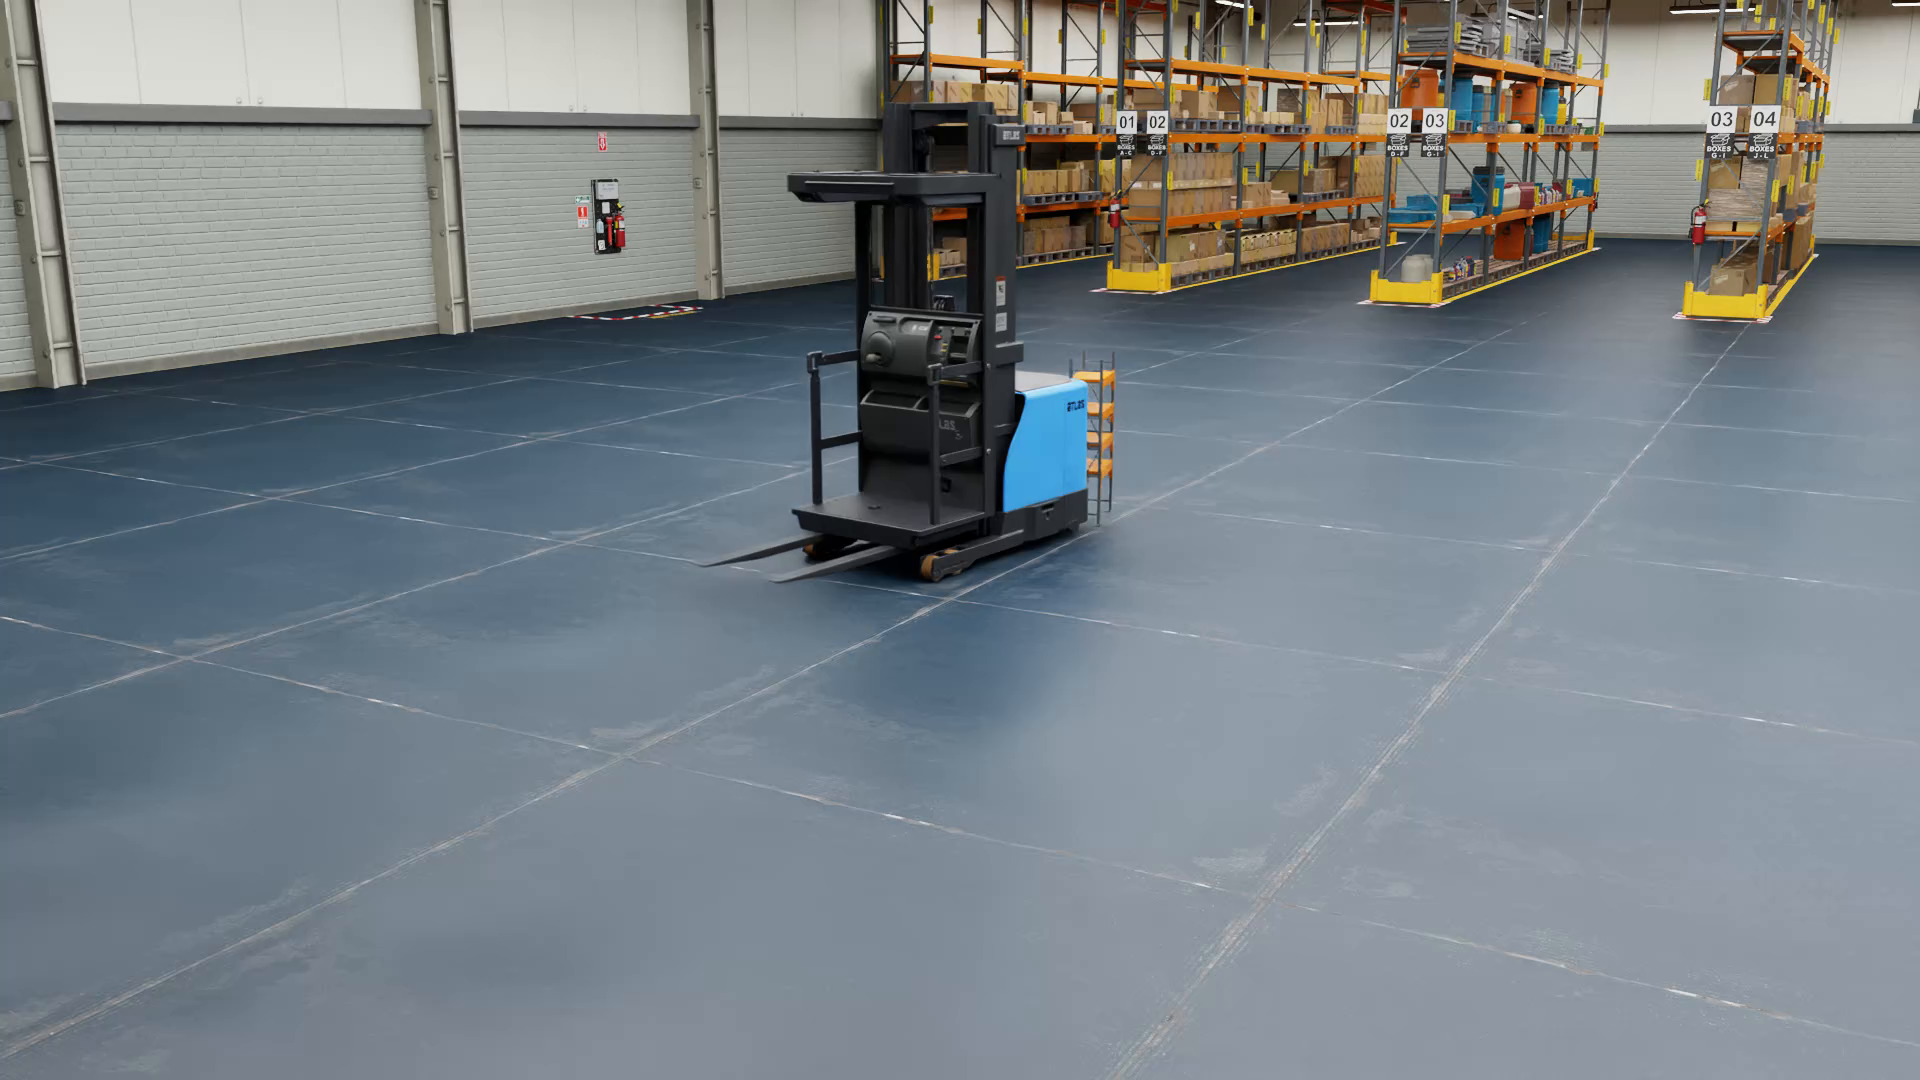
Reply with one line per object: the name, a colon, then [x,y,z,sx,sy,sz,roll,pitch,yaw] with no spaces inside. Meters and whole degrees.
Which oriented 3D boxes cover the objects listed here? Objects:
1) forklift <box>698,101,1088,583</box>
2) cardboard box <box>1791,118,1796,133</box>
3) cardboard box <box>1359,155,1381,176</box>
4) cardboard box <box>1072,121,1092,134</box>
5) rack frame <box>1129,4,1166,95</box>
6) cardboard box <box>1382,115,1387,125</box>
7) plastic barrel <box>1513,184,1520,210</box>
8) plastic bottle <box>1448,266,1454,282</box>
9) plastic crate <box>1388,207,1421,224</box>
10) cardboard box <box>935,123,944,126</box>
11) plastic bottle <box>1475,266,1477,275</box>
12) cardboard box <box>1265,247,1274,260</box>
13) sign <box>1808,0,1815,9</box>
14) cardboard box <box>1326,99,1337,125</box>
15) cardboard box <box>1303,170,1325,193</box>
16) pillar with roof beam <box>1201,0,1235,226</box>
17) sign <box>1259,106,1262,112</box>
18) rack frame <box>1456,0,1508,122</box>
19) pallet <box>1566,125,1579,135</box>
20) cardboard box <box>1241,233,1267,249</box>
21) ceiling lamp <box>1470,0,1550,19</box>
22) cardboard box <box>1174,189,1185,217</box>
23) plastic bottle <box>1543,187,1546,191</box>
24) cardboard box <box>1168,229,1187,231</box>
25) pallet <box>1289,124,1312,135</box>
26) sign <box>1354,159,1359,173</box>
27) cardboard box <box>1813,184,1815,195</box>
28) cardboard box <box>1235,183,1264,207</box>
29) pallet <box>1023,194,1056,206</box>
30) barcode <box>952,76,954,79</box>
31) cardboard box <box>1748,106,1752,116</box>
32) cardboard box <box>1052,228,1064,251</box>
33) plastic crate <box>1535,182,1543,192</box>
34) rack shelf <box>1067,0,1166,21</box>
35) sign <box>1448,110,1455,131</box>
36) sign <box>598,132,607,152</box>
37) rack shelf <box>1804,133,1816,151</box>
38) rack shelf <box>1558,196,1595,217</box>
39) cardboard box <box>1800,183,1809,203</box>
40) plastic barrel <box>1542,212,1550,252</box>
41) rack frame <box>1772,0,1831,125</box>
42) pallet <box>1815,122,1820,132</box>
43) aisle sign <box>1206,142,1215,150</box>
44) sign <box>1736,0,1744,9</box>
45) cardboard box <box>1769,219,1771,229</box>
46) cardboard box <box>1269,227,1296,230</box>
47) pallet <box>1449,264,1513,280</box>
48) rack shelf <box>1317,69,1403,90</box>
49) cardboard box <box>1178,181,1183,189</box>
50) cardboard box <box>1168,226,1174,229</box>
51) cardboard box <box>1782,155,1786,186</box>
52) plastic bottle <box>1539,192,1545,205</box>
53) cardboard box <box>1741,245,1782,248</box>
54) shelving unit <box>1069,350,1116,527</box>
forklift: [-0.389,-1.294,10.648,1.130,2.935,3.031,10,17,36]
cardboard box: [13.925,-7.059,28.333,0.500,0.250,0.500,8,16,30]
cardboard box: [10.335,-9.478,42.100,0.500,0.500,0.500,8,16,30]
cardboard box: [2.730,-9.547,38.482,0.500,0.311,0.500,7,15,28]
rack frame: [4.776,-12.038,42.266,1.000,3.000,0.127,7,15,28]
cardboard box: [10.536,-10.671,42.249,0.500,0.250,0.500,7,15,28]
plastic barrel: [11.204,-6.998,33.920,0.421,0.512,0.421,0,14,0]
plastic bottle: [8.797,-4.761,29.766,0.097,0.271,0.097,0,14,0]
plastic crate: [7.627,-5.601,28.685,0.499,0.251,0.616,7,15,28]
cardboard box: [-0.645,-8.216,32.558,0.500,0.500,0.500,8,16,30]
plastic bottle: [9.678,-5.102,31.326,0.097,0.201,0.097,0,14,0]
cardboard box: [6.402,-6.157,35.645,0.500,0.250,0.500,8,16,29]
sign: [14.383,-9.140,28.085,0.100,0.325,0.005,7,15,28]
cardboard box: [8.503,-10.086,39.246,0.600,0.600,0.600,7,15,27]
cardboard box: [7.995,-8.301,38.457,0.700,0.500,0.500,11,17,38]
pillar with roof beam: [11.026,-13.023,46.351,9.100,9.000,0.548,7,15,28]
sign: [6.706,-9.512,37.085,0.100,0.325,0.005,7,15,28]
rack frame: [9.581,-9.274,30.802,1.000,3.000,0.127,7,15,28]
pallet: [13.155,-9.194,37.271,1.213,0.211,1.003,7,15,28]
cardboard box: [6.160,-6.325,35.143,0.500,0.311,0.500,7,15,26]
ceiling lamp: [14.534,-15.402,43.766,2.000,3.185,0.800,7,15,28]
cardboard box: [3.800,-6.350,31.261,0.700,0.500,0.500,8,16,29]
plastic bottle: [13.075,-7.728,37.293,0.144,0.351,0.185,7,15,28]
cardboard box: [4.265,-5.887,32.923,0.500,0.500,0.500,7,15,28]
pallet: [6.931,-8.957,36.291,1.213,0.211,1.003,8,16,31]
sign: [9.602,-9.062,40.251,0.100,0.325,0.005,7,15,28]
cardboard box: [19.224,-7.992,37.970,0.500,0.250,0.500,7,15,26]
cardboard box: [6.129,-7.335,35.345,0.500,0.500,0.500,7,15,28]
pallet: [1.405,-7.527,36.765,1.003,0.211,1.213,7,15,28]
barcode: [-0.140,-9.626,34.606,0.001,0.075,0.075,7,15,28]
cardboard box: [12.319,-6.585,25.518,0.380,0.149,0.250,7,15,28]
cardboard box: [1.974,-6.948,38.349,0.700,0.500,0.500,7,15,28]
plastic crate: [13.376,-8.155,38.866,0.392,0.384,0.575,7,15,28]
rack shelf: [3.809,-12.894,40.259,1.077,0.370,4.000,7,15,28]
sign: [8.127,-6.936,27.486,0.100,0.325,0.005,7,15,28]
sign: [-5.664,-6.304,26.336,0.001,0.298,0.199,7,15,28]
rack shelf: [16.817,-8.136,34.016,1.077,0.370,4.000,7,15,28]
rack shelf: [14.415,-8.060,40.099,1.077,0.370,4.000,7,15,28]
cardboard box: [17.552,-7.259,35.030,0.500,0.500,0.500,8,16,30]
plastic barrel: [13.170,-7.073,38.055,0.600,0.901,0.708,7,15,28]
rack frame: [17.784,-10.354,35.282,1.000,3.000,0.127,7,15,28]
pallet: [18.189,-9.020,36.336,1.003,0.211,1.213,7,15,28]
aisle sign: [7.007,-11.187,45.989,0.394,0.787,0.004,7,15,28]
sign: [13.428,-9.306,28.602,0.100,0.325,0.005,7,15,28]
cardboard box: [12.831,-5.088,26.775,0.380,0.149,0.250,7,15,28]
cardboard box: [7.427,-6.958,38.388,0.500,0.500,0.500,8,16,30]
pallet: [10.515,-5.419,33.561,1.003,0.211,1.213,7,15,28]
rack shelf: [10.081,-11.537,41.728,1.077,0.370,4.000,7,15,28]
cardboard box: [3.938,-6.625,31.015,0.380,0.149,0.250,7,15,28]
cardboard box: [5.227,-8.252,43.801,0.700,0.500,0.500,8,16,29]
cardboard box: [13.212,-6.045,27.226,0.500,0.500,0.500,7,15,28]
plastic bottle: [12.677,-7.455,36.320,0.152,0.276,0.135,7,15,28]
cardboard box: [15.287,-5.361,31.765,0.700,0.500,0.500,6,15,23]
shelving unit: [0.952,-0.744,12.061,0.258,1.200,0.503,4,14,15]
